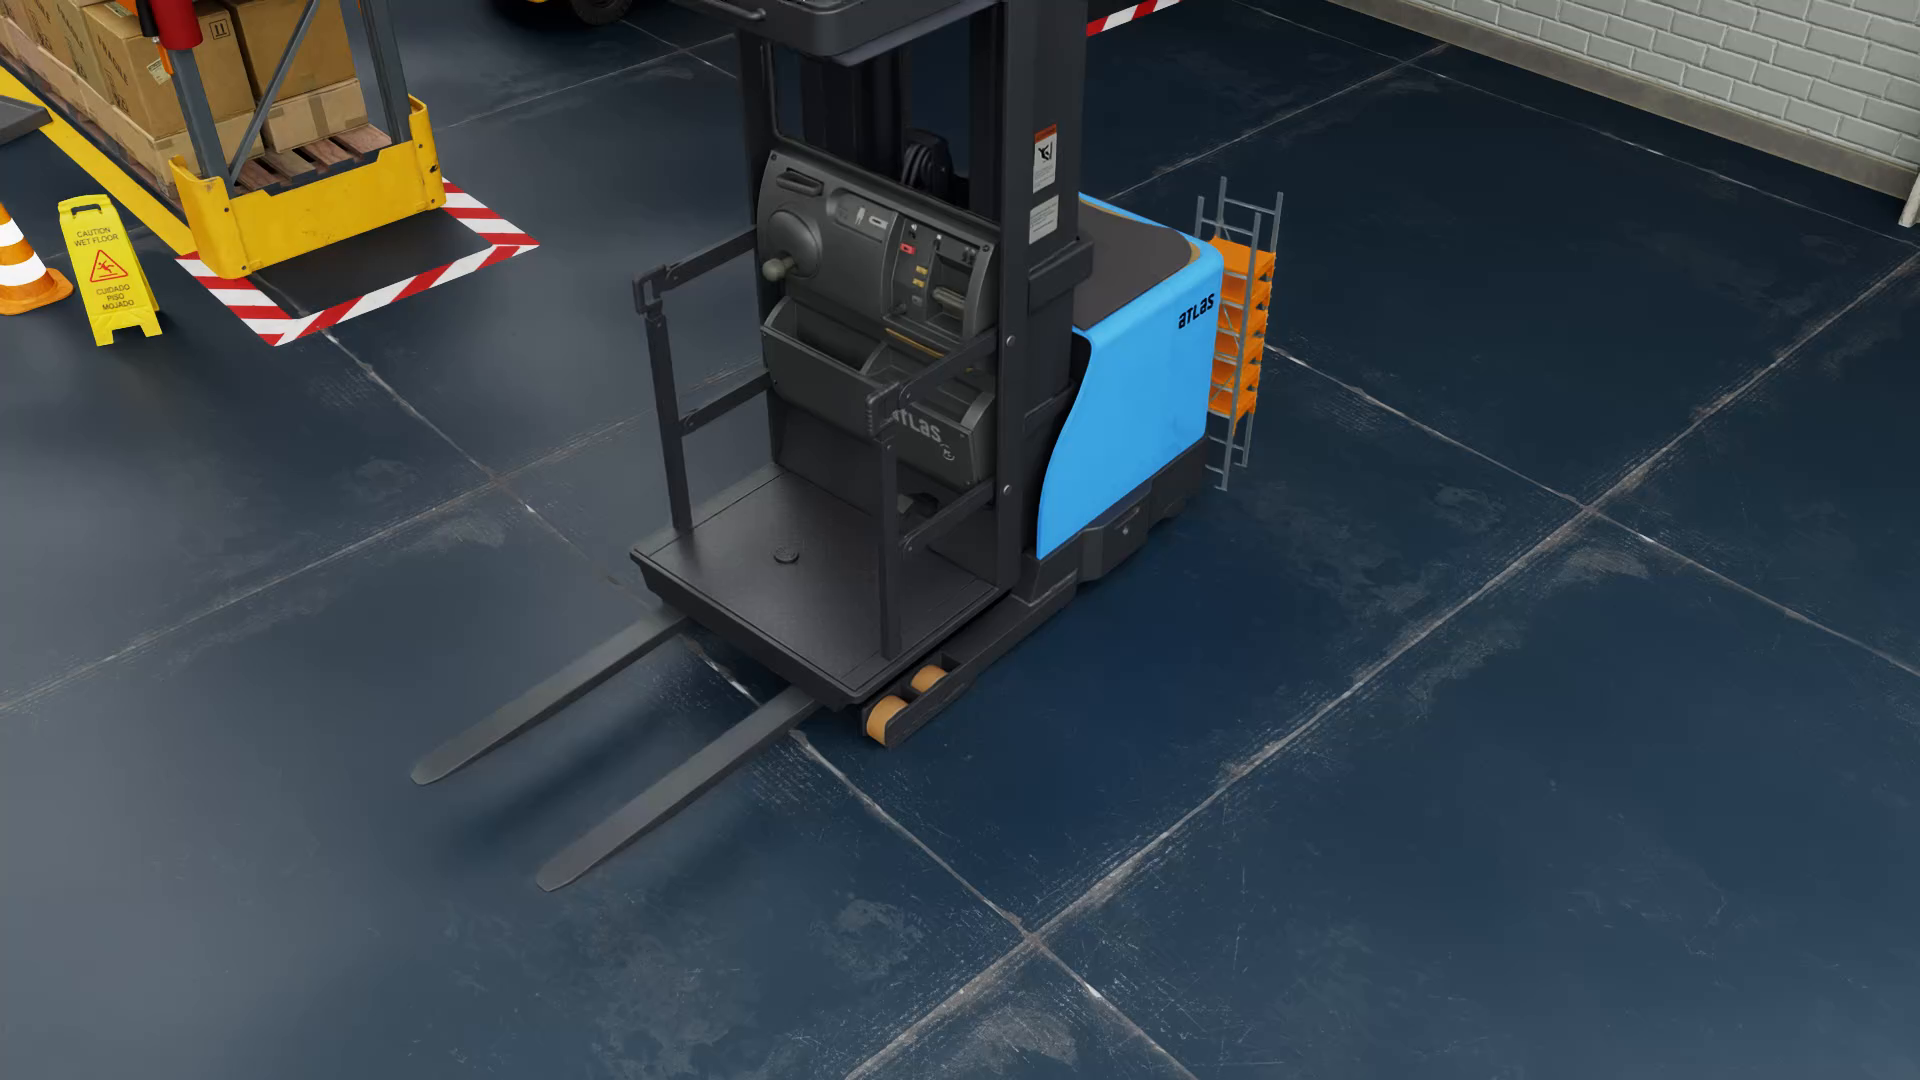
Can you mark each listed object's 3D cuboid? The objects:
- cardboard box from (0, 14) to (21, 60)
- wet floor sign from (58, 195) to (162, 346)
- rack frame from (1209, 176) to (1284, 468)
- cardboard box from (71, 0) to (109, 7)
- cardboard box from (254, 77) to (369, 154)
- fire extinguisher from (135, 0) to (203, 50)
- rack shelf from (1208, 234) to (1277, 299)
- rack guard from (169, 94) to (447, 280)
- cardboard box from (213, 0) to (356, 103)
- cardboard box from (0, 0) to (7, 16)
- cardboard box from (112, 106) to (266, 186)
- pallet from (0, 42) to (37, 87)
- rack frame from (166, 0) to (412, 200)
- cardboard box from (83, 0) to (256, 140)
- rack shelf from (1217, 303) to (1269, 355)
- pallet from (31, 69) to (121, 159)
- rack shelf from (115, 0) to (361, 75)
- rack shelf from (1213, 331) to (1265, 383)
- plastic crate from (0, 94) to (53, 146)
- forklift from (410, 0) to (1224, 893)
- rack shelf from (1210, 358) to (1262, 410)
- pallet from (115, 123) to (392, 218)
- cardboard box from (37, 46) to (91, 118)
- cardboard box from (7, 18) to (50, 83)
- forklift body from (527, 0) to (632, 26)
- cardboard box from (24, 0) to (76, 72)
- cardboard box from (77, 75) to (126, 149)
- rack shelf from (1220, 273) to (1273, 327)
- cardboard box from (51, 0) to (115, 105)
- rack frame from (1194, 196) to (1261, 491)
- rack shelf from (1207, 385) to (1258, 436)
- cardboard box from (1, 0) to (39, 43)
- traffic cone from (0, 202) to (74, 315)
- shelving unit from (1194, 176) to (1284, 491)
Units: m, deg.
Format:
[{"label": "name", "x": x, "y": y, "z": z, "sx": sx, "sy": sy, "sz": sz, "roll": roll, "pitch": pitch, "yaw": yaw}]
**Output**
[{"label": "cardboard box", "x": -5.184, "y": -2.972, "z": 9.397, "sx": 0.500, "sy": 0.250, "sz": 0.500, "roll": -27, "pitch": 46, "yaw": -30}, {"label": "wet floor sign", "x": -3.708, "y": -1.199, "z": 7.221, "sx": 0.267, "sy": 0.644, "sz": 0.232, "roll": -15, "pitch": 41, "yaw": -17}, {"label": "rack frame", "x": 1.037, "y": -0.795, "z": 6.279, "sx": 0.240, "sy": 1.200, "sz": 0.006, "roll": 22, "pitch": 44, "yaw": 25}, {"label": "cardboard box", "x": -4.080, "y": -2.696, "z": 7.942, "sx": 0.380, "sy": 0.149, "sz": 0.250, "roll": -29, "pitch": 47, "yaw": -31}, {"label": "cardboard box", "x": -3.390, "y": -2.242, "z": 8.492, "sx": 0.500, "sy": 0.250, "sz": 0.500, "roll": -30, "pitch": 48, "yaw": -32}, {"label": "fire extinguisher", "x": -3.310, "y": -2.378, "z": 6.869, "sx": 0.296, "sy": 0.674, "sz": 0.183, "roll": -30, "pitch": 48, "yaw": -32}, {"label": "rack shelf", "x": 0.987, "y": -0.992, "z": 6.021, "sx": 0.258, "sy": 0.103, "sz": 0.180, "roll": 22, "pitch": 44, "yaw": 25}, {"label": "rack guard", "x": -3.099, "y": -1.720, "z": 7.982, "sx": 1.175, "sy": 0.500, "sz": 0.348, "roll": -30, "pitch": 48, "yaw": -32}, {"label": "cardboard box", "x": -3.406, "y": -2.544, "z": 8.270, "sx": 0.500, "sy": 0.500, "sz": 0.500, "roll": -32, "pitch": 49, "yaw": -33}, {"label": "cardboard box", "x": -5.182, "y": -3.263, "z": 9.161, "sx": 0.500, "sy": 0.500, "sz": 0.500, "roll": -28, "pitch": 47, "yaw": -30}, {"label": "cardboard box", "x": -3.809, "y": -2.022, "z": 8.220, "sx": 0.500, "sy": 0.250, "sz": 0.500, "roll": -30, "pitch": 48, "yaw": -32}, {"label": "pallet", "x": -5.273, "y": -3.128, "z": 9.955, "sx": 1.003, "sy": 0.211, "sz": 1.213, "roll": -30, "pitch": 48, "yaw": -32}, {"label": "rack frame", "x": -3.048, "y": -2.657, "z": 7.153, "sx": 1.000, "sy": 3.000, "sz": 0.127, "roll": -30, "pitch": 48, "yaw": -32}, {"label": "cardboard box", "x": -3.782, "y": -2.303, "z": 7.971, "sx": 0.500, "sy": 0.500, "sz": 0.500, "roll": -30, "pitch": 47, "yaw": -31}, {"label": "rack shelf", "x": 0.987, "y": -0.805, "z": 6.172, "sx": 0.258, "sy": 0.103, "sz": 0.180, "roll": 22, "pitch": 44, "yaw": 25}, {"label": "pallet", "x": -4.444, "y": -2.563, "z": 9.255, "sx": 1.003, "sy": 0.211, "sz": 1.213, "roll": -30, "pitch": 48, "yaw": -32}, {"label": "rack shelf", "x": -4.401, "y": -3.303, "z": 8.525, "sx": 1.077, "sy": 0.370, "sz": 4.000, "roll": -30, "pitch": 48, "yaw": -32}, {"label": "rack shelf", "x": 0.987, "y": -0.712, "z": 6.247, "sx": 0.258, "sy": 0.103, "sz": 0.180, "roll": 22, "pitch": 44, "yaw": 25}, {"label": "plastic crate", "x": -5.295, "y": -2.298, "z": 9.031, "sx": 0.583, "sy": 0.080, "sz": 0.402, "roll": 18, "pitch": 42, "yaw": 21}, {"label": "forklift", "x": -0.411, "y": -0.829, "z": 4.943, "sx": 1.130, "sy": 2.935, "sz": 3.031, "roll": 29, "pitch": 47, "yaw": 31}, {"label": "rack shelf", "x": 0.987, "y": -0.619, "z": 6.323, "sx": 0.258, "sy": 0.103, "sz": 0.180, "roll": 22, "pitch": 44, "yaw": 25}, {"label": "pallet", "x": -3.623, "y": -1.999, "z": 8.557, "sx": 1.003, "sy": 0.211, "sz": 1.213, "roll": -30, "pitch": 48, "yaw": -32}, {"label": "cardboard box", "x": -4.495, "y": -2.494, "z": 8.804, "sx": 0.500, "sy": 0.250, "sz": 0.500, "roll": -32, "pitch": 49, "yaw": -33}, {"label": "cardboard box", "x": -4.823, "y": -2.728, "z": 9.094, "sx": 0.500, "sy": 0.250, "sz": 0.500, "roll": -31, "pitch": 48, "yaw": -32}, {"label": "forklift body", "x": -2.021, "y": -4.540, "z": 10.160, "sx": 2.313, "sy": 2.155, "sz": 1.214, "roll": -30, "pitch": 48, "yaw": -32}, {"label": "cardboard box", "x": -4.473, "y": -2.779, "z": 8.561, "sx": 0.500, "sy": 0.500, "sz": 0.500, "roll": -31, "pitch": 48, "yaw": -33}, {"label": "cardboard box", "x": -4.137, "y": -2.254, "z": 8.507, "sx": 0.500, "sy": 0.250, "sz": 0.500, "roll": -30, "pitch": 48, "yaw": -32}, {"label": "rack shelf", "x": 0.987, "y": -0.899, "z": 6.096, "sx": 0.258, "sy": 0.103, "sz": 0.180, "roll": 22, "pitch": 44, "yaw": 25}, {"label": "cardboard box", "x": -4.137, "y": -2.543, "z": 8.268, "sx": 0.500, "sy": 0.500, "sz": 0.500, "roll": -28, "pitch": 47, "yaw": -30}, {"label": "rack frame", "x": 0.937, "y": -0.698, "z": 6.160, "sx": 0.240, "sy": 1.200, "sz": 0.006, "roll": 22, "pitch": 44, "yaw": 25}, {"label": "rack shelf", "x": 0.987, "y": -0.525, "z": 6.398, "sx": 0.258, "sy": 0.103, "sz": 0.180, "roll": 22, "pitch": 44, "yaw": 25}, {"label": "cardboard box", "x": -4.833, "y": -3.023, "z": 8.863, "sx": 0.500, "sy": 0.500, "sz": 0.500, "roll": -27, "pitch": 46, "yaw": -30}, {"label": "traffic cone", "x": -4.289, "y": -1.321, "z": 7.517, "sx": 0.336, "sy": 0.463, "sz": 0.334, "roll": -30, "pitch": 48, "yaw": -32}, {"label": "shelving unit", "x": 0.987, "y": -0.746, "z": 6.219, "sx": 0.258, "sy": 1.200, "sz": 0.189, "roll": 22, "pitch": 44, "yaw": 25}]
